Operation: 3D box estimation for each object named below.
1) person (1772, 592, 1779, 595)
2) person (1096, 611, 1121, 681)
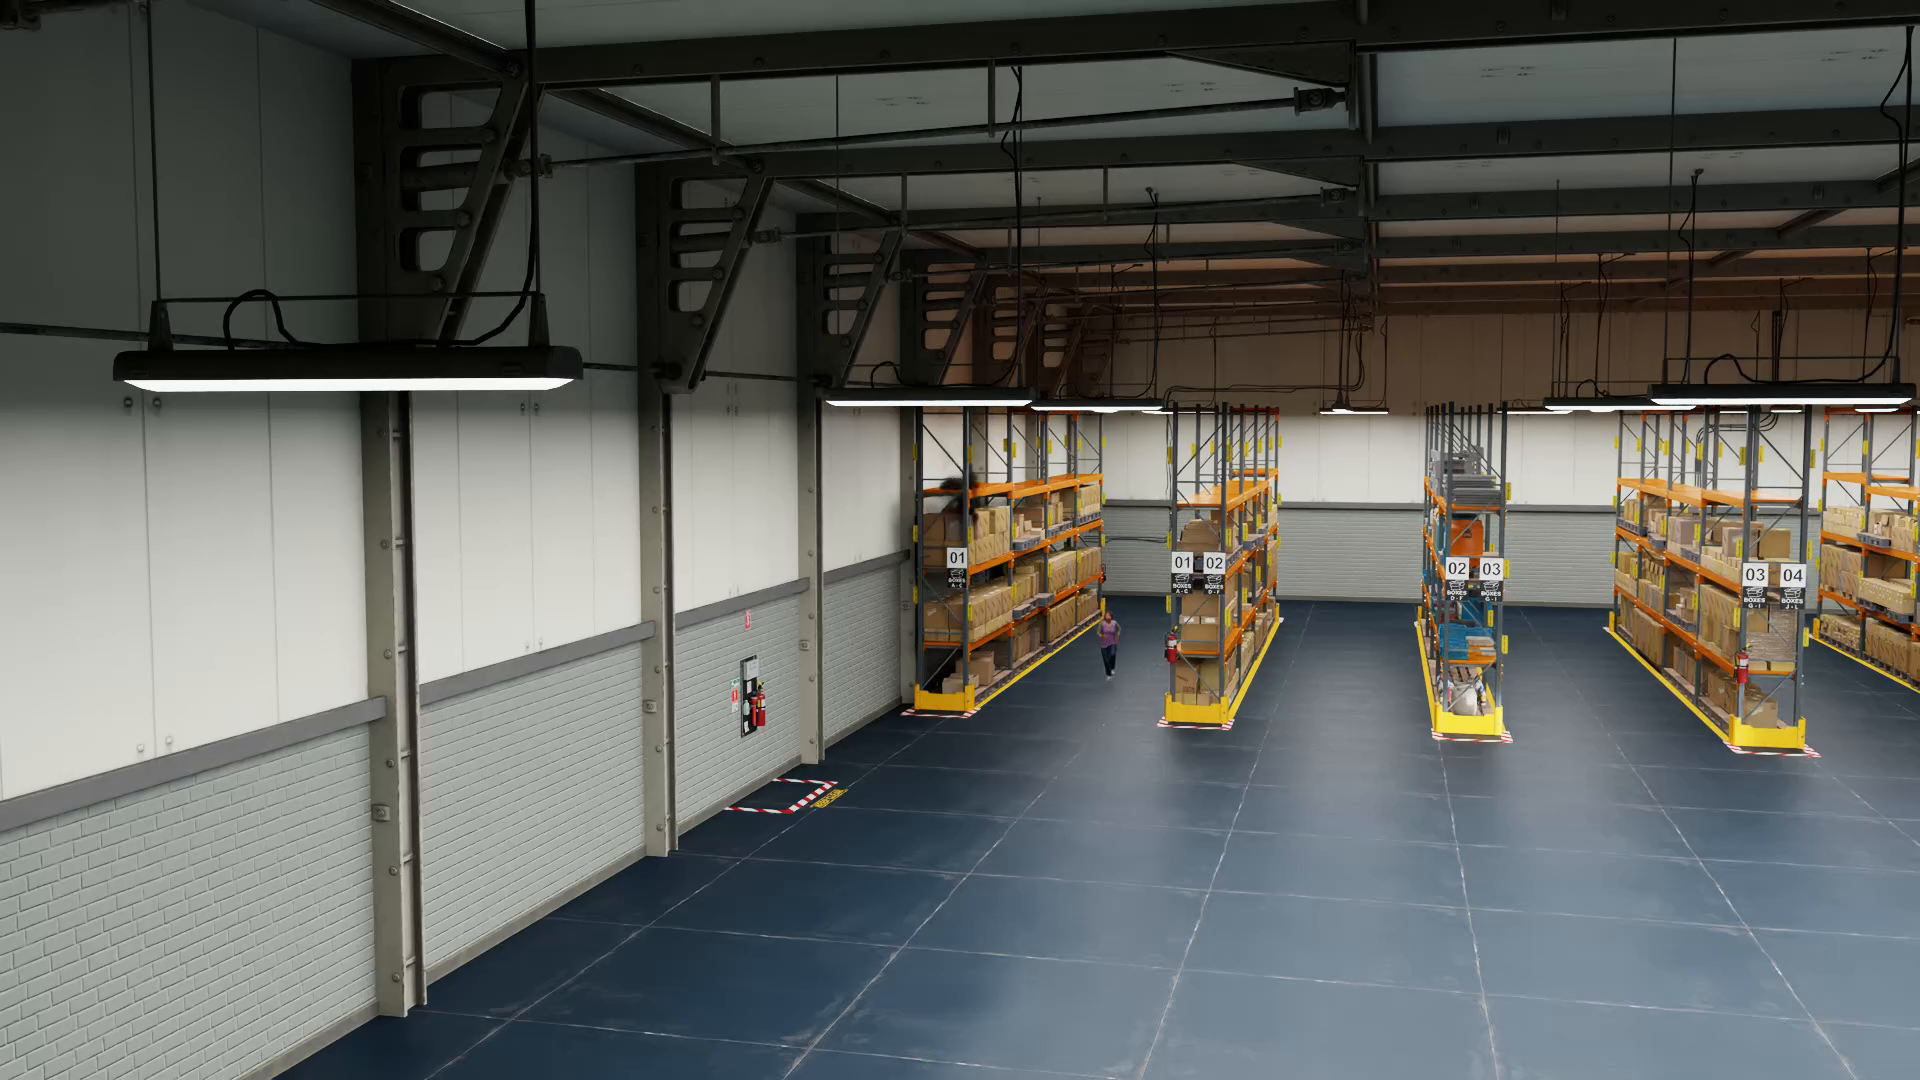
[{"bbox_3d":[21.081,1.643,43.256,0.769,1.813,0.877,4,6,42],"label":"person"},{"bbox_3d":[3.175,2.279,35.621,0.521,1.551,0.763,1,4,8],"label":"person"}]
